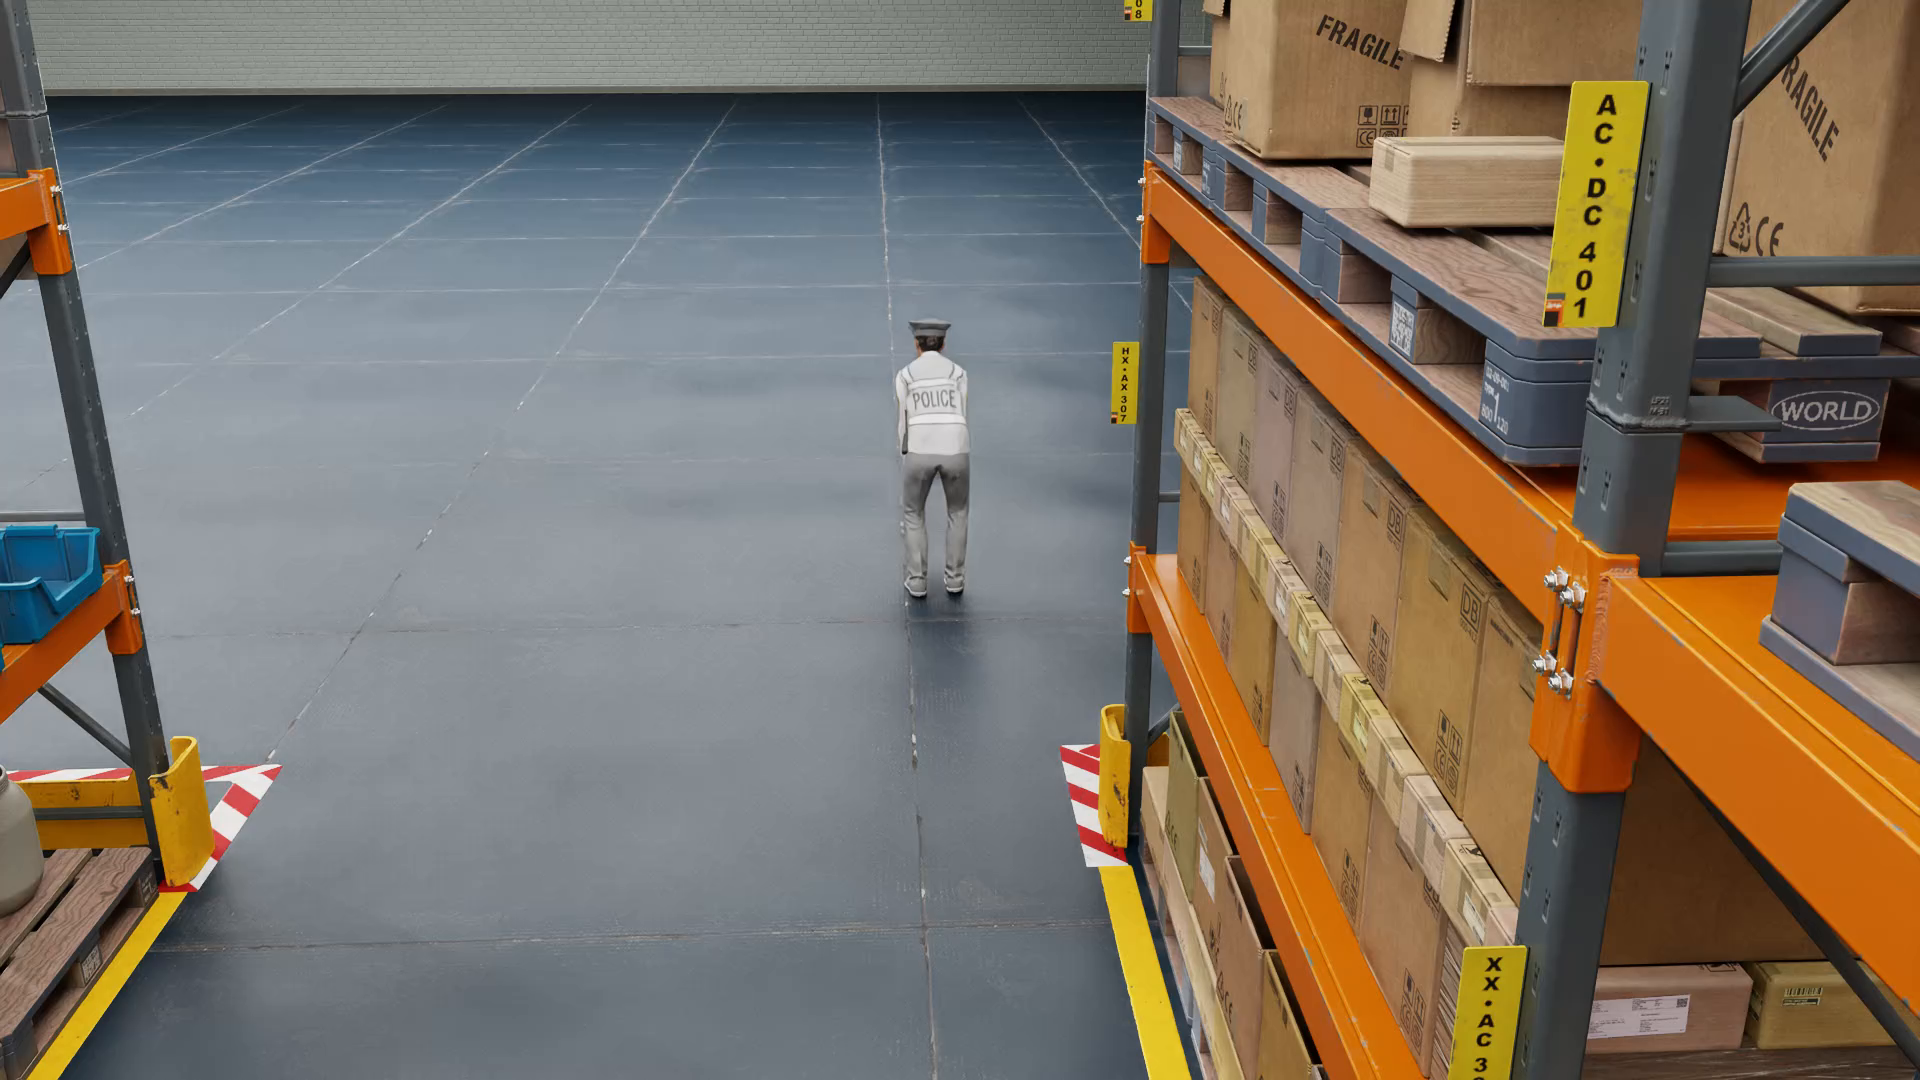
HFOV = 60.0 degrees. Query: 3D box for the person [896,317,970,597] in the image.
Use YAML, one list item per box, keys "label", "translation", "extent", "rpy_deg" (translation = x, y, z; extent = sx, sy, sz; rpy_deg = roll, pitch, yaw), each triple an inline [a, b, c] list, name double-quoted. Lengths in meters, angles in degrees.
- label: "person"
  translation: [-0.154, -0.469, 9.503]
  extent: [0.410, 1.552, 0.648]
  rpy_deg: [-2, 21, -4]
